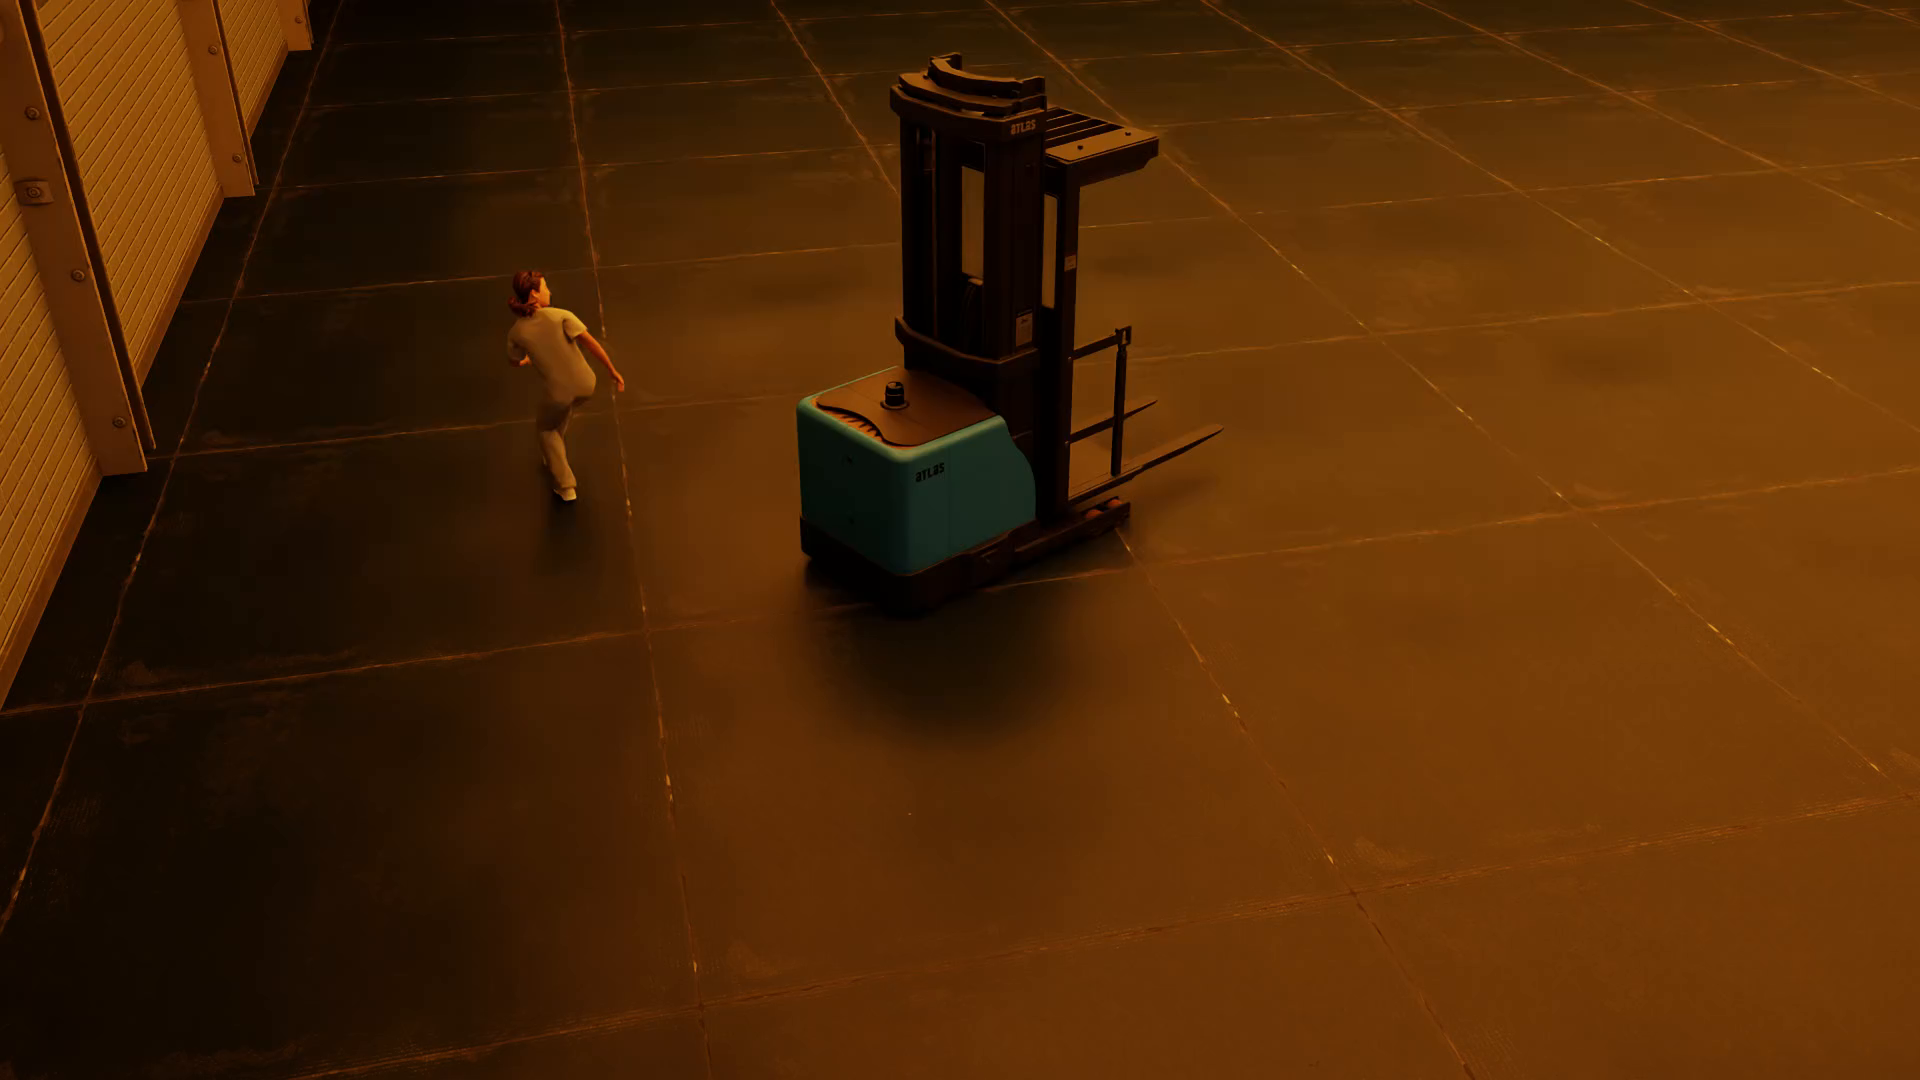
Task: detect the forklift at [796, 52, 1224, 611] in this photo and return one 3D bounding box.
[{"bbox_3d":[0.457,-1.471,10.116,3.031,2.935,1.130,-24,38,-35],"label":"forklift"}]

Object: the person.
[{"bbox_3d":[-2.590,-1.069,10.869,0.665,1.501,0.738,-12,32,-19],"label":"person"}]
